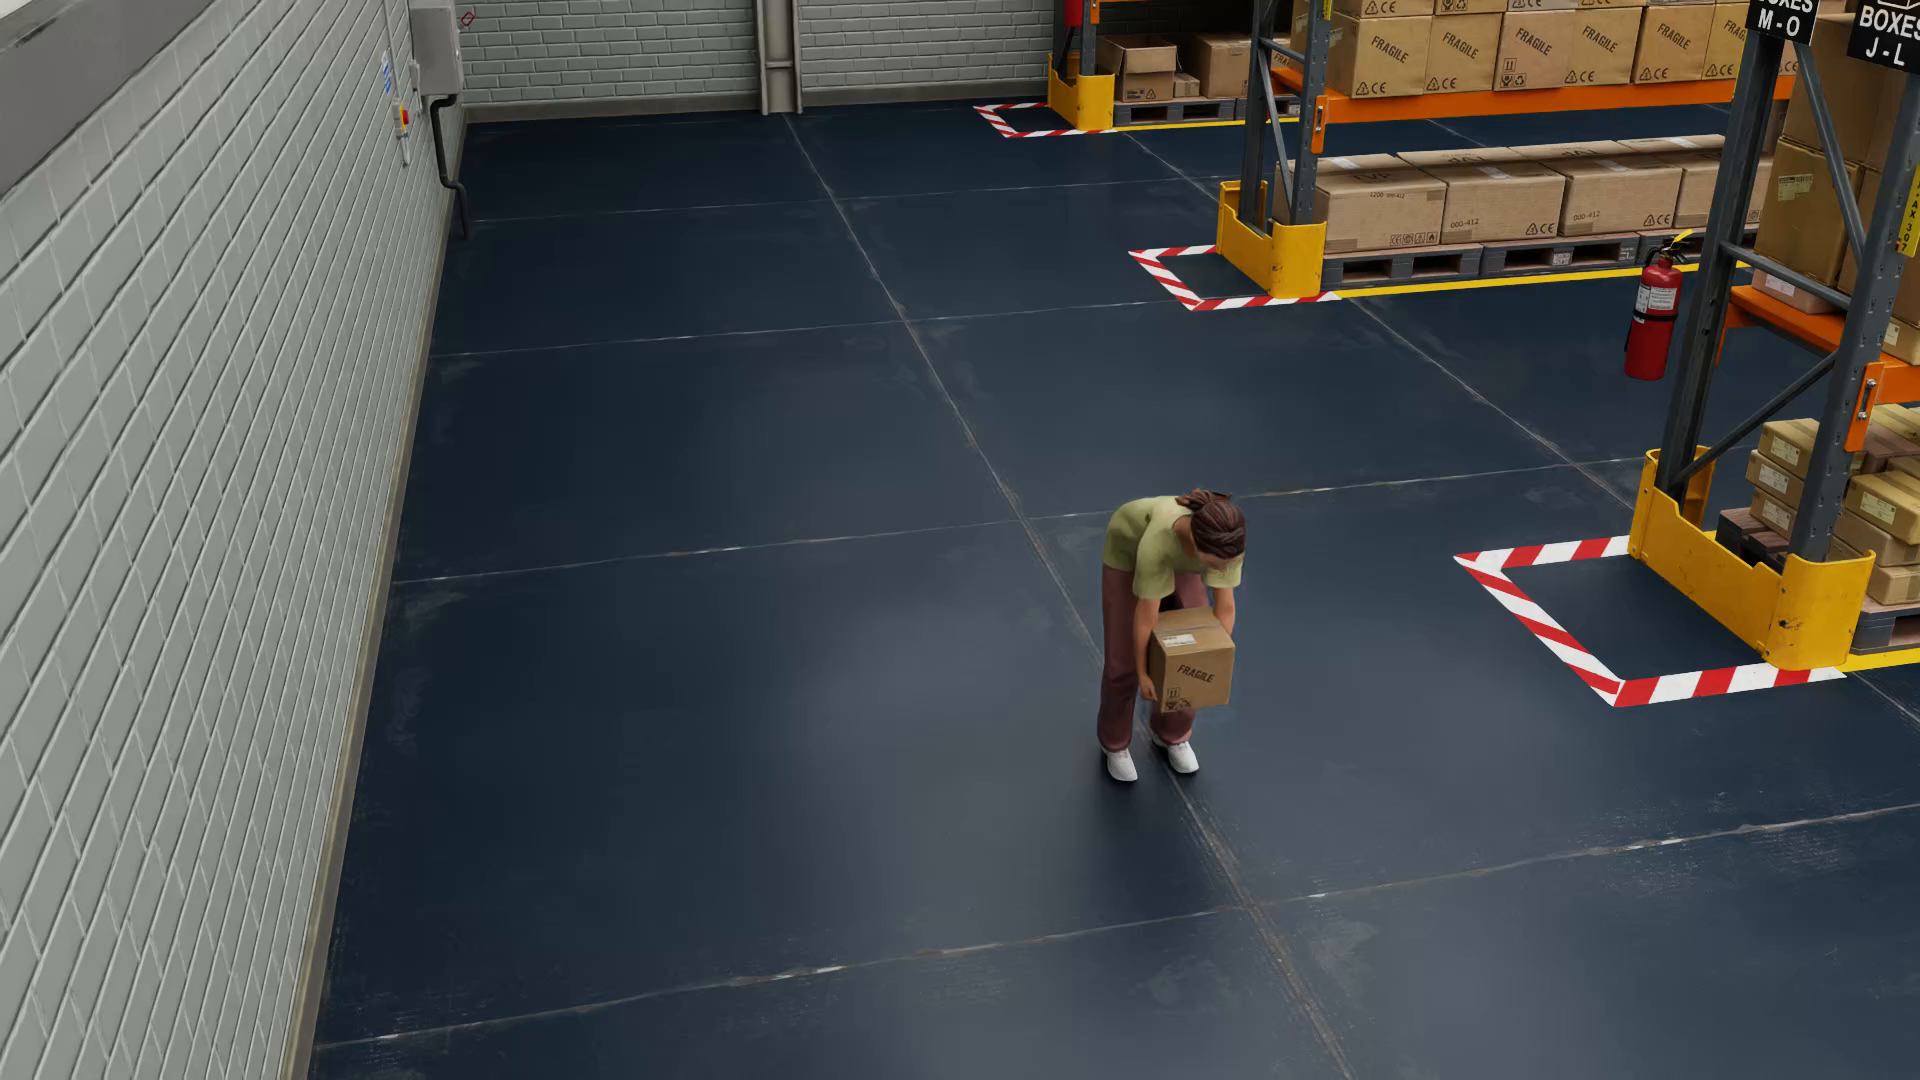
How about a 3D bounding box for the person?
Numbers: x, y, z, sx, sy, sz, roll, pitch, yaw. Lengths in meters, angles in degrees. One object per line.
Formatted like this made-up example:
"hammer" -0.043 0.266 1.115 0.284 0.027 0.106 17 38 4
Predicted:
"person" 0.757 0.338 5.859 0.410 1.311 0.813 -7 28 -13
